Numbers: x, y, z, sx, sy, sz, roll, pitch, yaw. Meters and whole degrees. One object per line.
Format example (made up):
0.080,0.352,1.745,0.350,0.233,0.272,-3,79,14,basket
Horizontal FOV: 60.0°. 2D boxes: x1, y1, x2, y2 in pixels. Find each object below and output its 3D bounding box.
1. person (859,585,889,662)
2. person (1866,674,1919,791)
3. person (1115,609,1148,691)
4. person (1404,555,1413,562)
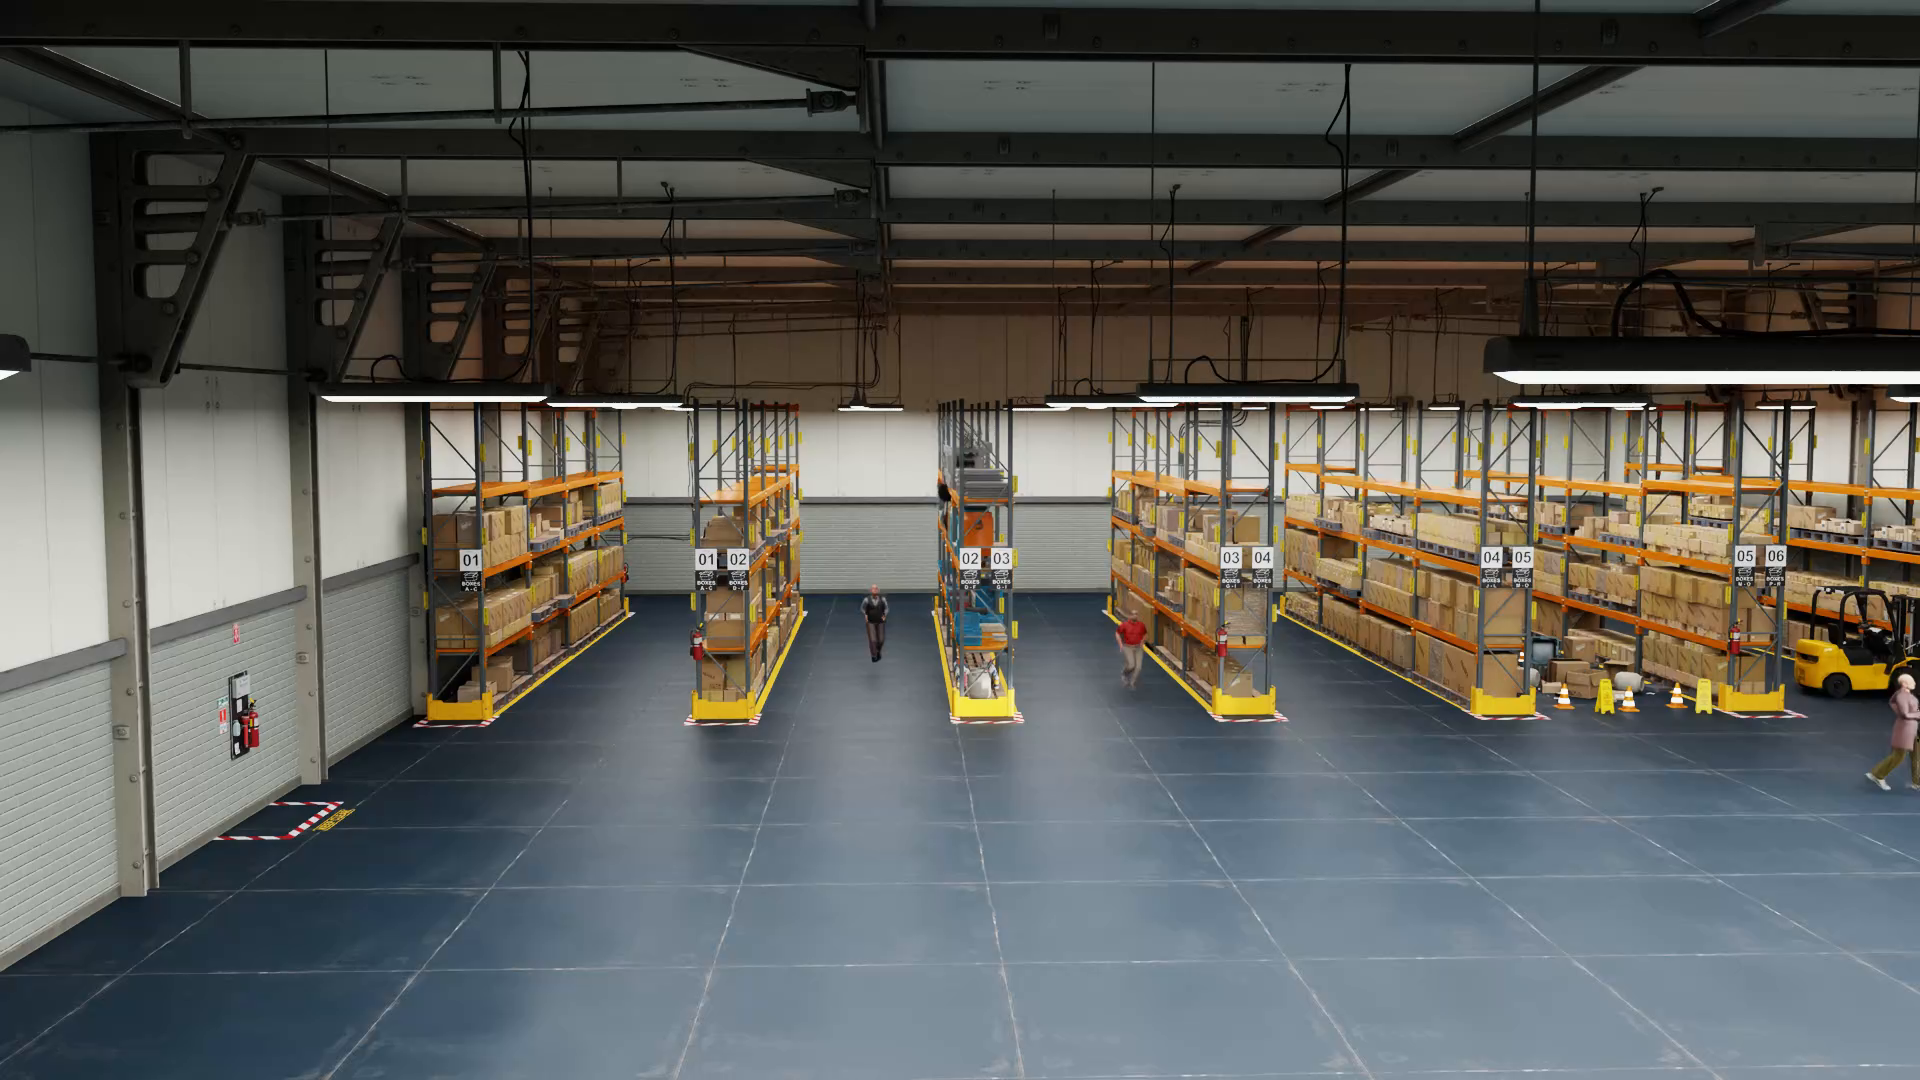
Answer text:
-1.865,1.828,36.435,0.657,1.688,0.524,-1,4,-10,person
14.225,2.911,25.035,0.965,1.797,0.692,4,6,40,person
3.582,2.276,34.336,0.658,1.682,0.592,-1,4,-11,person
13.253,1.102,49.245,0.776,1.840,0.651,0,4,-2,person
